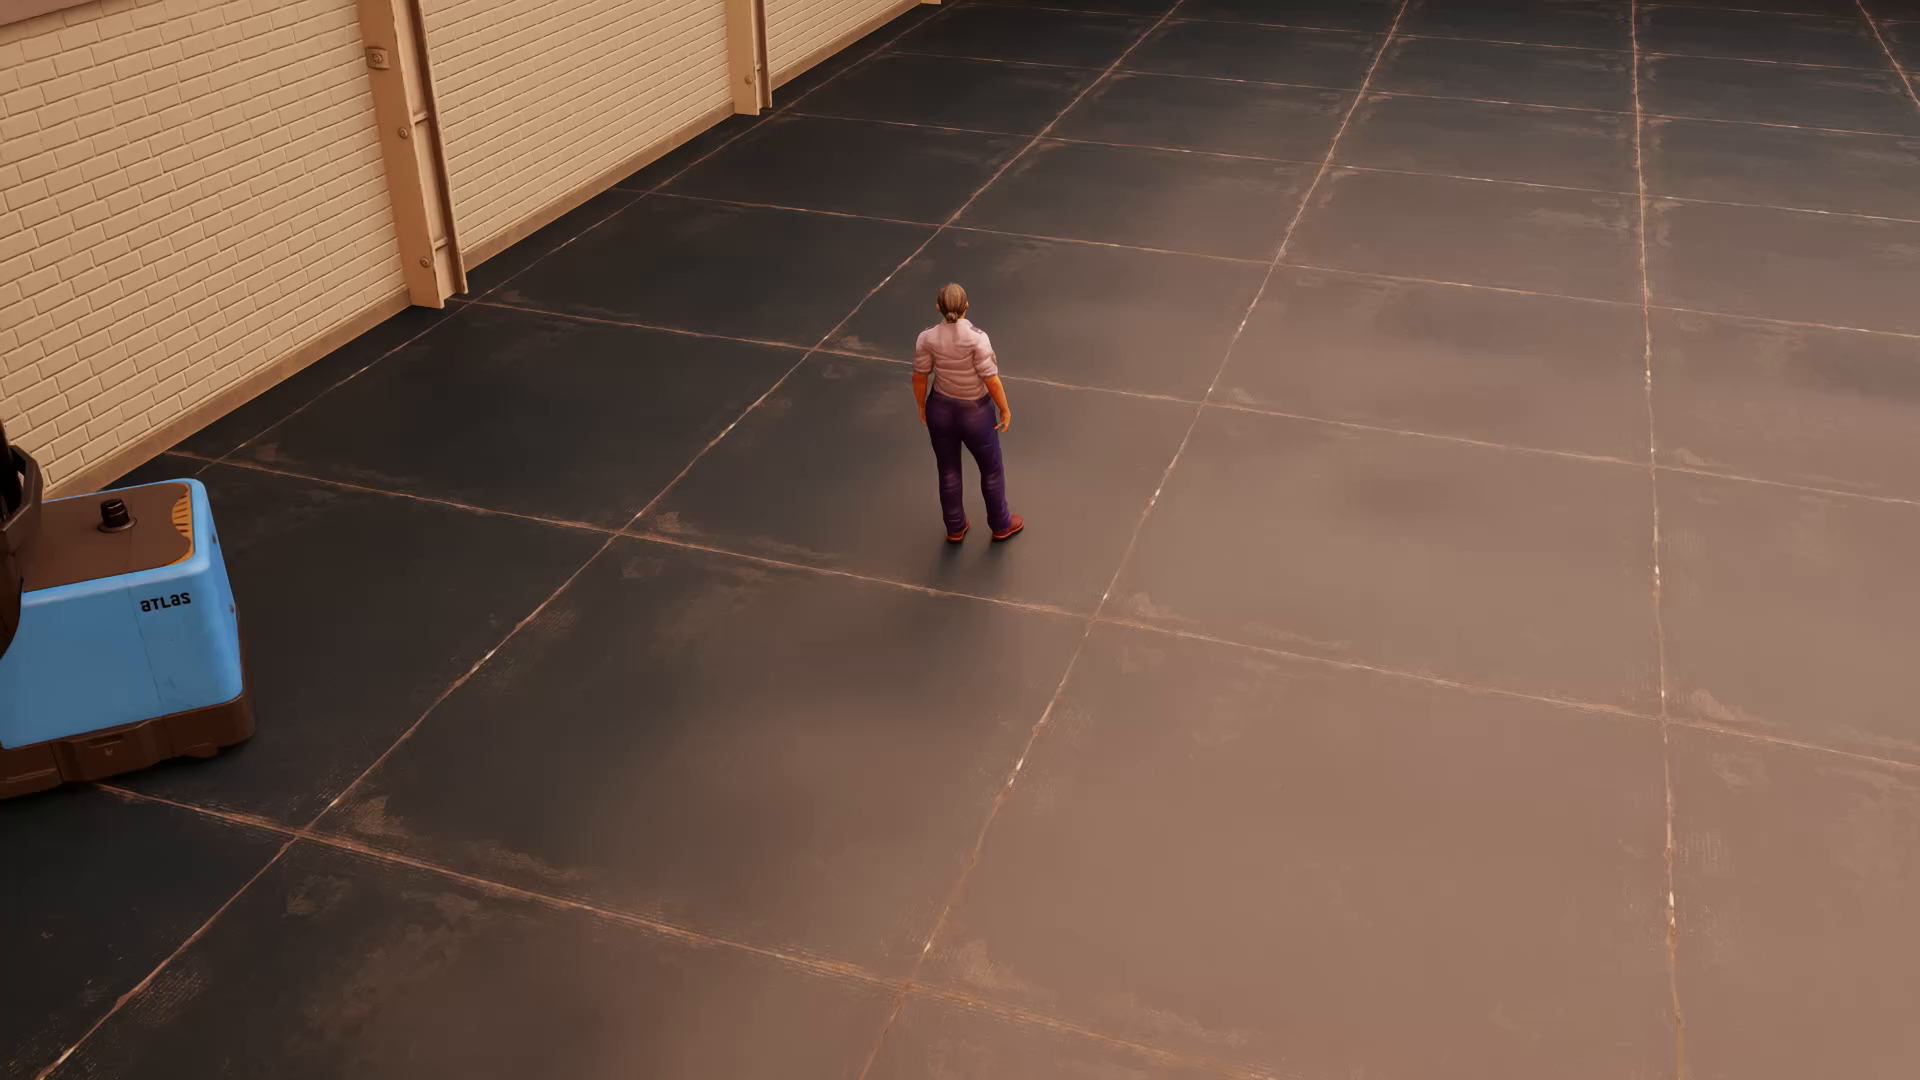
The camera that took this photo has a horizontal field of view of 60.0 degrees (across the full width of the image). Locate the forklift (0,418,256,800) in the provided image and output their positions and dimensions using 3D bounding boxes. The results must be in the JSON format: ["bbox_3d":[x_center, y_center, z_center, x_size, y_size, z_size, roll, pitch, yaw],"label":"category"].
[{"bbox_3d":[-5.075,-0.169,7.433,3.031,2.935,1.130,-12,32,-20],"label":"forklift"}]

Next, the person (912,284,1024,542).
[{"bbox_3d":[0.051,-0.760,9.752,0.598,1.651,0.502,10,31,16],"label":"person"}]
